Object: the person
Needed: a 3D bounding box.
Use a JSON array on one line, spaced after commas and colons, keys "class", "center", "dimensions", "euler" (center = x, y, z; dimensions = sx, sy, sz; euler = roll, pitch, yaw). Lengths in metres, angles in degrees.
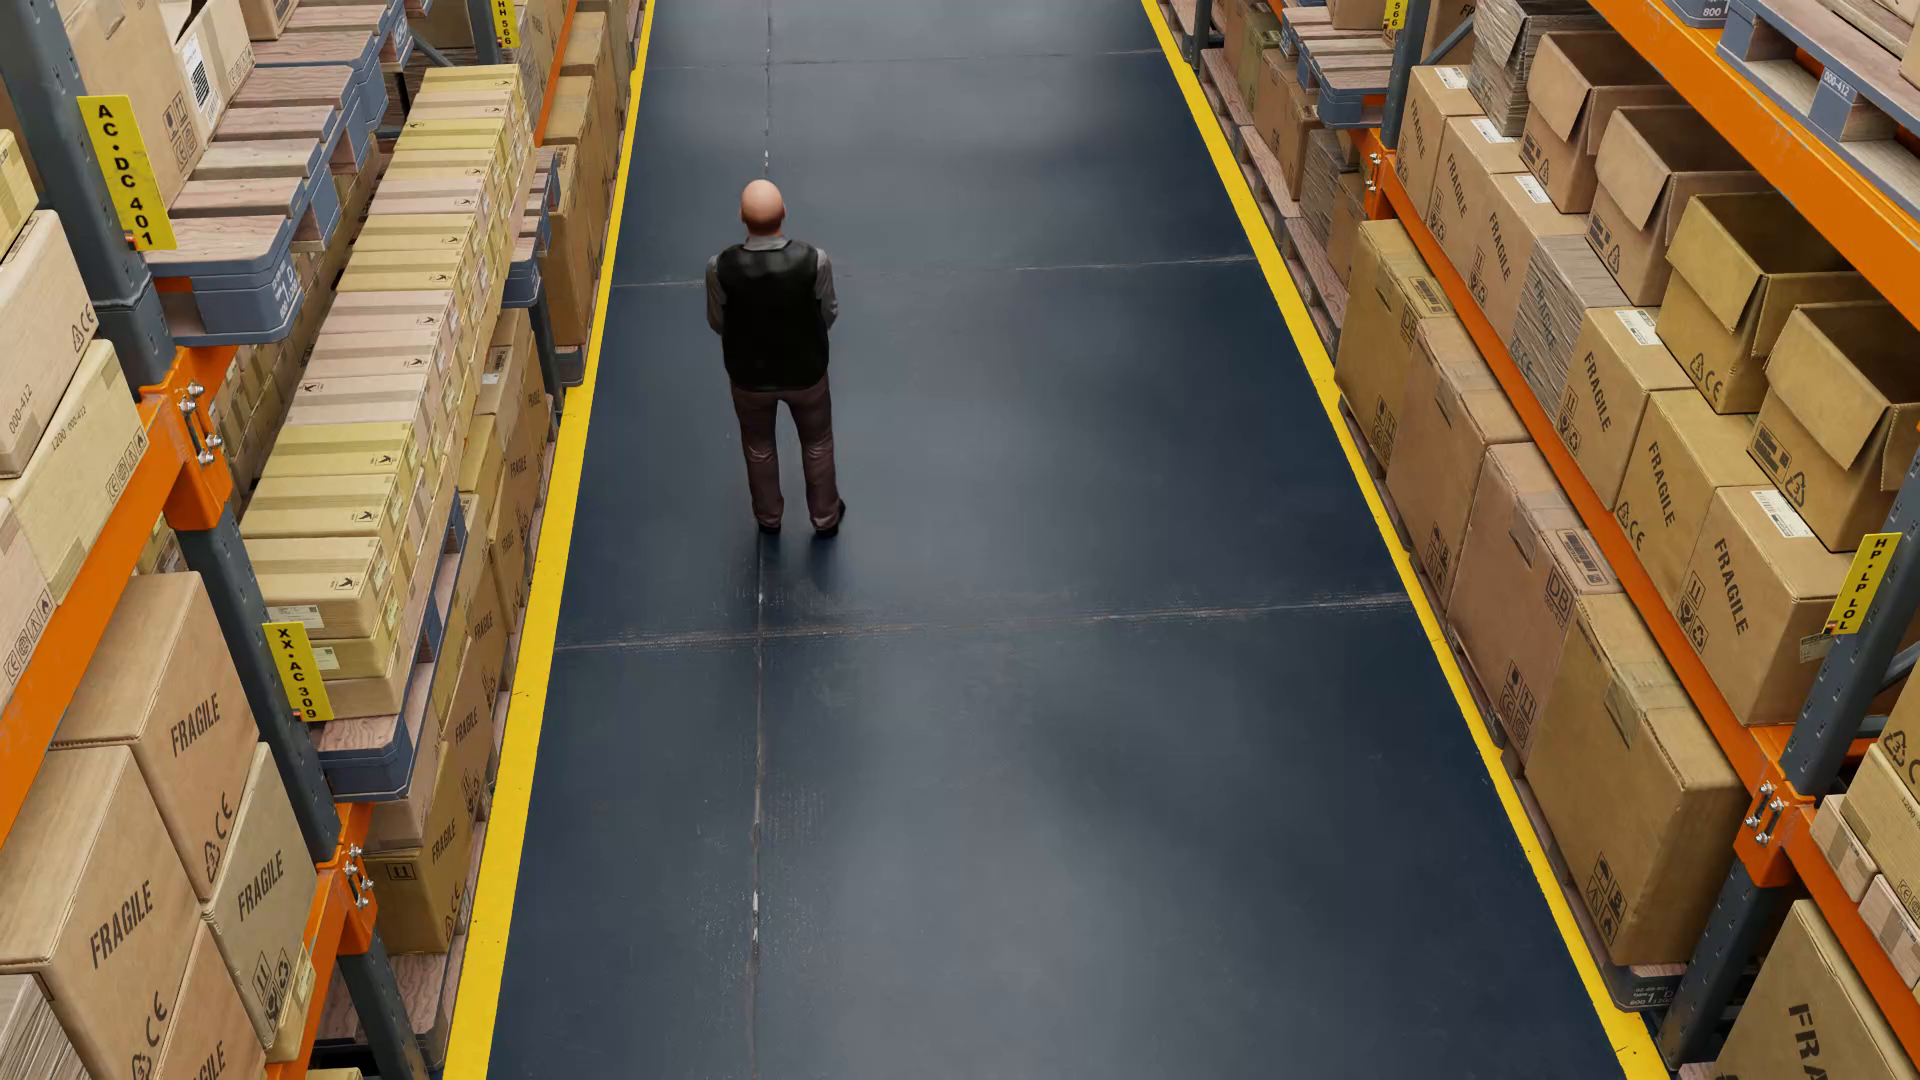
[{"class": "person", "center": [-0.781, -0.710, 7.122], "dimensions": [0.544, 1.636, 0.482], "euler": [-4, 39, -5]}]
